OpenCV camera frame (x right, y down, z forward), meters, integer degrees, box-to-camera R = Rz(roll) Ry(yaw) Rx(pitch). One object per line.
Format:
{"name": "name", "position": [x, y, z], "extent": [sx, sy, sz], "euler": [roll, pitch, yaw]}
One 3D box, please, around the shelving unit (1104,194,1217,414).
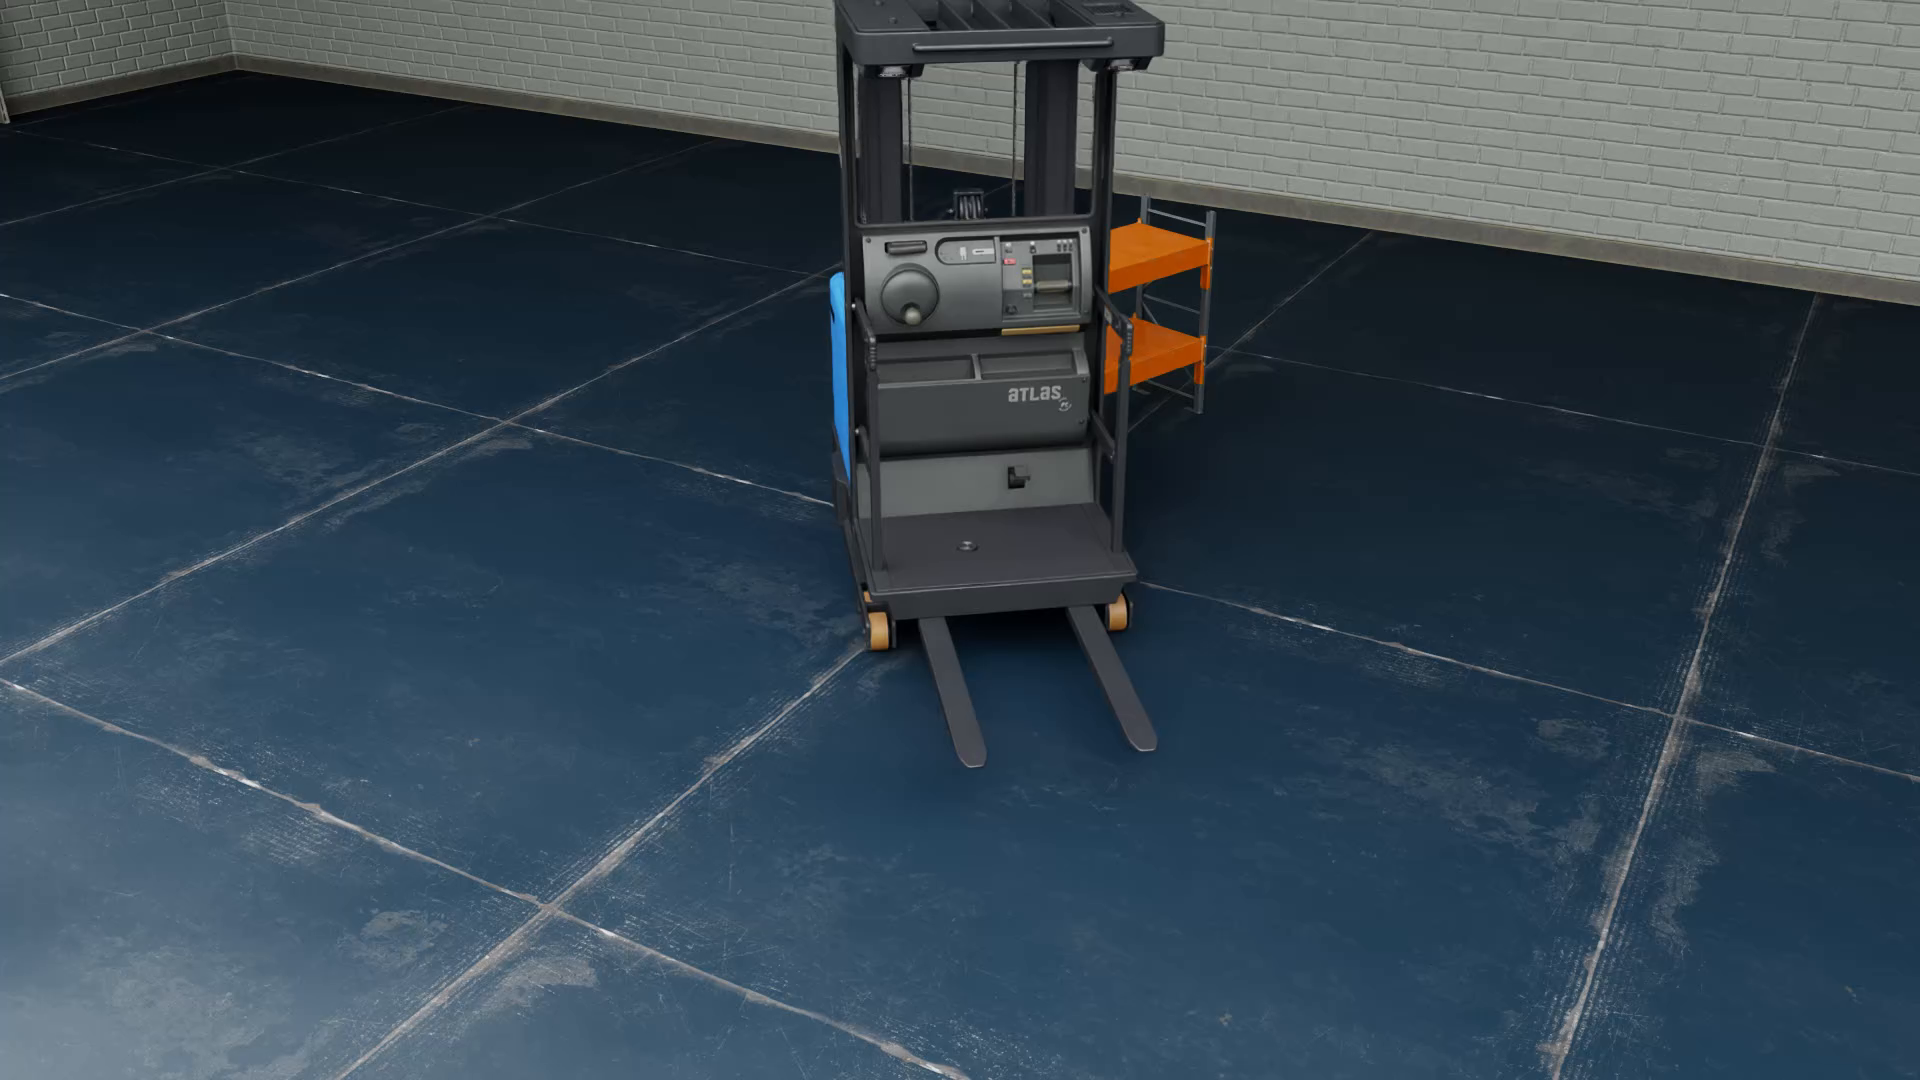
{"name": "shelving unit", "position": [0.779, -1.127, 8.745], "extent": [1.048, 1.125, 0.538], "euler": [-22, 34, -37]}

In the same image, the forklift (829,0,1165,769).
{"name": "forklift", "position": [0.110, -1.025, 6.524], "extent": [1.130, 2.935, 3.031], "euler": [-4, 27, -8]}

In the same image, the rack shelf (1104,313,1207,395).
{"name": "rack shelf", "position": [0.779, -0.908, 8.854], "extent": [1.000, 0.278, 0.538], "euler": [-22, 34, -37]}

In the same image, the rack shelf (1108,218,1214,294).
{"name": "rack shelf", "position": [0.779, -1.389, 8.614], "extent": [1.000, 0.278, 0.538], "euler": [-22, 34, -37]}

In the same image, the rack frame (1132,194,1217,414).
{"name": "rack frame", "position": [1.155, -1.280, 9.050], "extent": [0.032, 1.125, 0.500], "euler": [-22, 34, -37]}

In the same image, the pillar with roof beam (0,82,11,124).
{"name": "pillar with roof beam", "position": [-5.357, -6.937, 11.556], "extent": [9.100, 9.000, 0.400], "euler": [14, 30, 26]}
